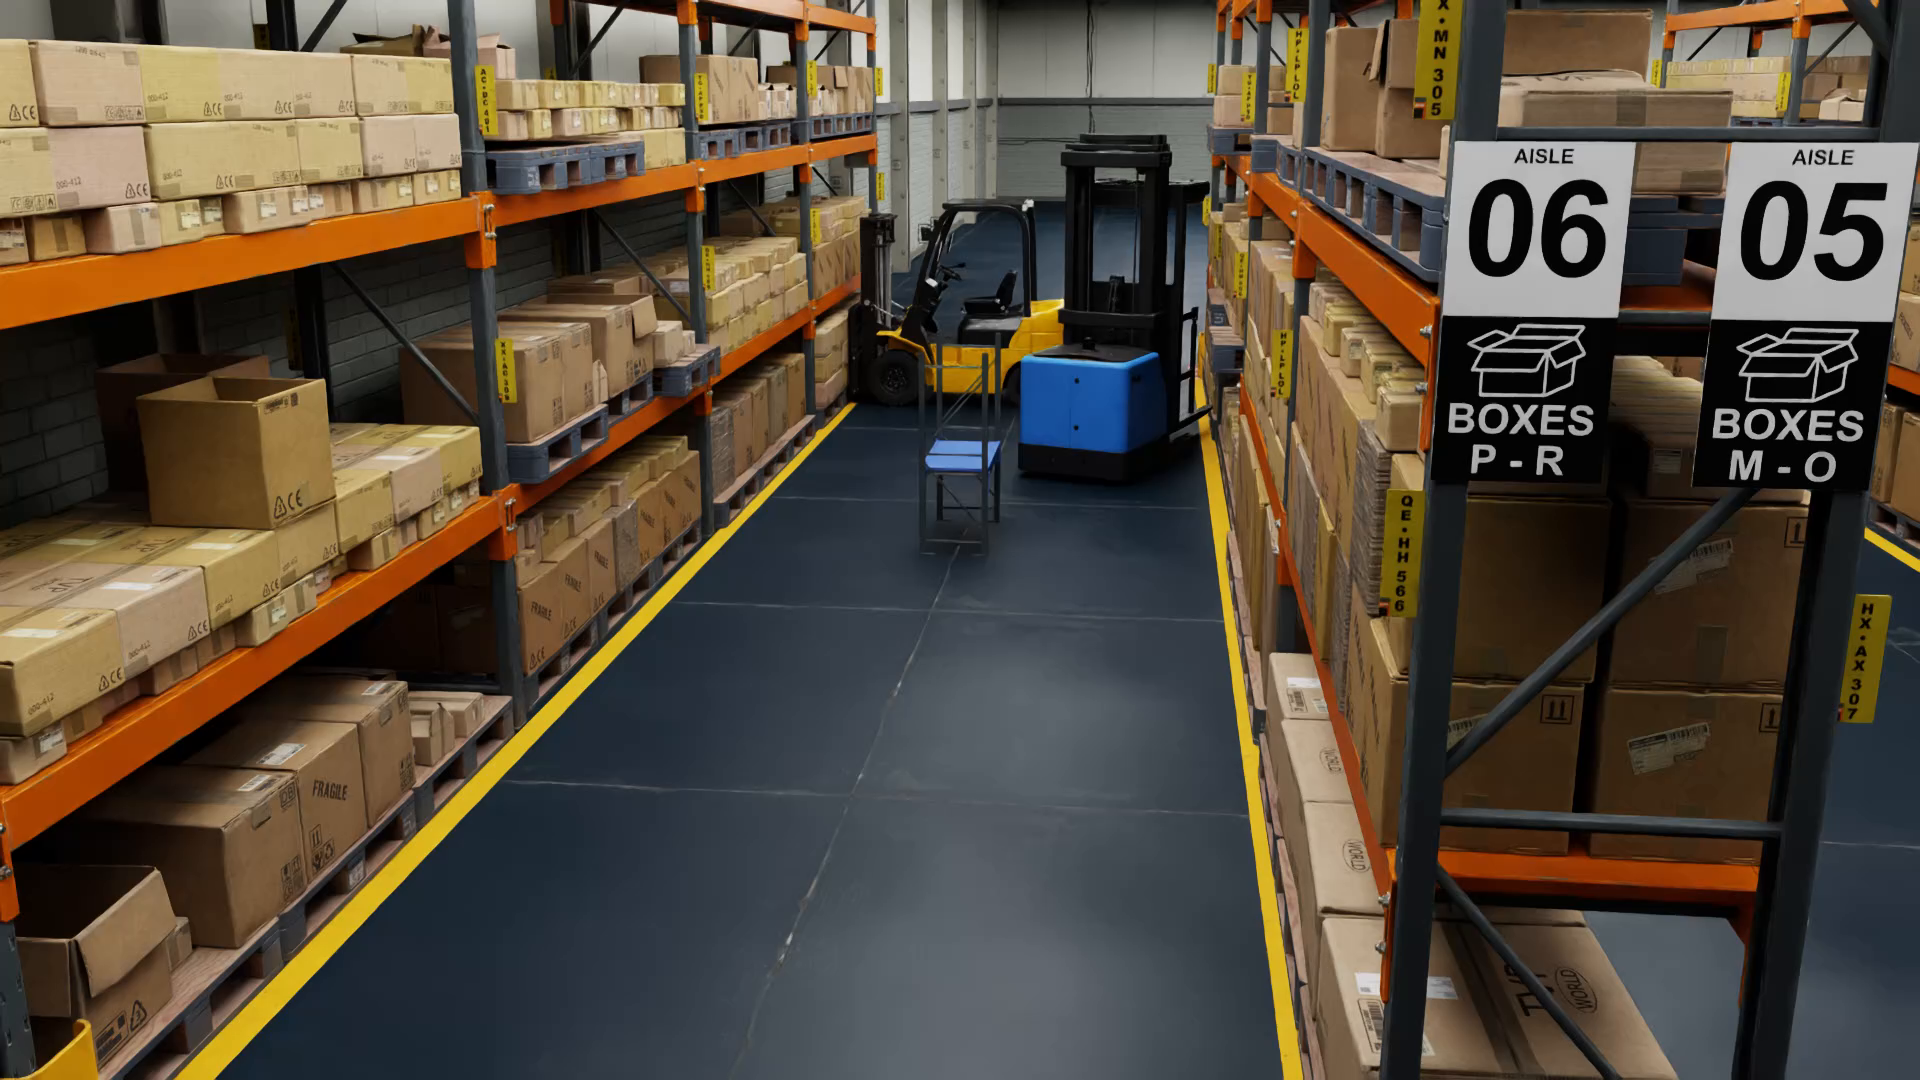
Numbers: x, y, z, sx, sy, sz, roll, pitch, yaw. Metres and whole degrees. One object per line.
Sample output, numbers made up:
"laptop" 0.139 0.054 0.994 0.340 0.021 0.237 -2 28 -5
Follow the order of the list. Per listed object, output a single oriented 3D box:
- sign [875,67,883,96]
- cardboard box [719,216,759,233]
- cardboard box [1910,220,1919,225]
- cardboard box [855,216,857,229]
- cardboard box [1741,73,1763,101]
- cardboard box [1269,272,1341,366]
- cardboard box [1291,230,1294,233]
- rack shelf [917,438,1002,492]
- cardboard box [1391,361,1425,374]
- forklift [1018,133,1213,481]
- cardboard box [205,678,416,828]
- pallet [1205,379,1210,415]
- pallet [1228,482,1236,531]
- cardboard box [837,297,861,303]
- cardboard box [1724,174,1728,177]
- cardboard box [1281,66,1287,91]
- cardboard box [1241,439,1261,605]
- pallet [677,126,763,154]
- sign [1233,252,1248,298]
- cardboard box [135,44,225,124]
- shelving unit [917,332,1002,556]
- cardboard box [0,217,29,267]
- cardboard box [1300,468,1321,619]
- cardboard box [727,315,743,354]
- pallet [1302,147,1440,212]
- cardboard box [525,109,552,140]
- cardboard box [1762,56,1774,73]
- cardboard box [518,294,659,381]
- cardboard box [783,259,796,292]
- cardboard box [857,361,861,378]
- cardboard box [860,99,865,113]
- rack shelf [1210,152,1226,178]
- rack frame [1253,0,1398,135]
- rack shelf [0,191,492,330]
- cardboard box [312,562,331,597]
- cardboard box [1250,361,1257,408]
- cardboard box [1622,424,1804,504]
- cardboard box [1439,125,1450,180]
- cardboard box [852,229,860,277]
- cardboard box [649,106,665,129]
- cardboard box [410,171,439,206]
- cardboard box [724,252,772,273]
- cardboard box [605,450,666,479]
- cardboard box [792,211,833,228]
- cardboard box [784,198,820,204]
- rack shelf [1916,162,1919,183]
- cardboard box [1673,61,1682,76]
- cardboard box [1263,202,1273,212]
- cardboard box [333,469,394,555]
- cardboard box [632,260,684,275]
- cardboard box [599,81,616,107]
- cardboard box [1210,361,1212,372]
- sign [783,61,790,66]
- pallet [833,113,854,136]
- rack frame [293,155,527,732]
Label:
"sign" -0.955 -5.385 19.539 0.100 0.325 0.005 2 15 6
"cardboard box" -2.208 -3.127 16.474 0.380 0.149 0.250 2 15 6
"cardboard box" 7.697 -2.272 13.209 0.700 0.500 0.500 2 15 6
"cardboard box" -1.365 -3.563 18.659 0.380 0.149 0.250 1 15 4
"cardboard box" 7.776 -4.302 15.799 0.500 0.250 0.500 2 15 6
"cardboard box" 2.015 -1.229 9.355 0.500 0.500 0.500 2 15 8
"cardboard box" 3.046 -2.390 14.190 0.500 0.500 0.500 2 15 8
"rack shelf" 0.010 -0.572 12.595 0.538 0.185 1.000 2 15 6
"cardboard box" 1.596 -0.481 5.345 0.380 0.149 0.250 2 15 6
"forklift" 1.624 -2.262 15.414 1.130 2.935 3.031 7 17 26
"cardboard box" -2.882 0.941 7.421 0.700 0.500 0.500 1 15 4
"pallet" 3.165 -1.531 17.920 1.003 0.211 1.213 2 15 6
"pallet" 2.627 -0.204 13.011 1.003 0.211 1.213 2 15 6
"cardboard box" -1.286 -2.664 19.316 0.500 0.250 0.500 2 15 7
"cardboard box" 8.290 -3.801 18.617 0.875 0.550 0.550 2 15 6
"cardboard box" 3.050 -4.050 14.673 0.500 0.250 0.500 2 15 8
"cardboard box" 2.272 -0.116 10.612 0.875 0.875 0.875 2 15 7
"pallet" -2.284 -3.318 13.802 1.003 0.211 1.213 2 15 9
"sign" 1.997 -1.881 11.807 0.100 0.325 0.005 2 15 6
"cardboard box" -2.879 -1.548 5.653 0.500 0.250 0.500 1 15 5
"shelving unit" 0.010 -0.746 12.548 0.538 1.500 1.048 2 15 6
"cardboard box" -3.027 -0.889 4.938 0.380 0.149 0.250 2 15 7
"cardboard box" 1.650 0.015 6.668 0.500 0.500 0.500 2 15 7
"cardboard box" -2.040 -1.658 13.335 0.500 0.250 0.500 1 15 5
"pallet" 1.983 -1.503 6.898 1.003 0.211 1.213 2 15 6
"cardboard box" -2.354 -2.165 8.659 0.380 0.149 0.250 2 15 7
"cardboard box" 7.672 -4.398 15.390 0.380 0.149 0.250 2 15 6
"cardboard box" -2.395 -1.316 10.781 0.797 0.503 0.637 1 15 5
"cardboard box" -1.796 -2.430 15.233 0.500 0.250 0.500 1 15 5
"cardboard box" -1.399 -1.918 18.472 0.500 0.250 0.500 2 15 8
"cardboard box" -1.284 -4.921 18.854 0.380 0.149 0.250 1 15 5
"rack shelf" 3.214 -4.004 17.355 1.077 0.370 4.000 2 15 6
"rack frame" 2.537 -4.243 11.115 1.000 3.000 0.127 2 15 6
"rack shelf" -3.072 -1.037 6.382 1.077 0.370 4.000 2 15 6
"cardboard box" -2.823 0.156 6.820 0.380 0.149 0.250 2 15 6
"cardboard box" 2.192 -1.022 10.981 0.500 0.250 0.500 1 15 5
"cardboard box" 1.950 -0.200 4.307 0.380 0.149 0.250 2 15 7
"cardboard box" 1.564 -1.081 4.650 0.380 0.149 0.250 1 15 2
"cardboard box" -1.412 -3.213 18.606 0.500 0.500 0.500 1 15 5
"cardboard box" -2.244 -2.895 11.398 0.380 0.149 0.250 1 15 5
"cardboard box" -2.624 -1.616 7.628 0.380 0.149 0.250 2 15 6
"cardboard box" -1.829 -2.393 14.330 0.380 0.149 0.250 1 15 5
"cardboard box" -2.273 -0.527 11.607 0.380 0.149 0.250 1 15 4
"cardboard box" -1.522 -3.309 17.151 0.380 0.149 0.250 2 15 8
"cardboard box" -1.821 -3.856 19.171 0.380 0.149 0.250 2 15 7
"rack shelf" 7.693 -2.847 13.076 1.077 0.370 4.000 2 15 6
"cardboard box" 7.987 -5.123 18.072 0.380 0.149 0.250 2 15 7
"cardboard box" 3.254 -3.167 15.950 0.700 0.500 0.500 2 15 6
"cardboard box" -2.773 -0.128 7.105 0.500 0.250 0.500 2 15 6
"cardboard box" -2.486 -2.212 13.661 0.380 0.149 0.250 2 15 6
"cardboard box" -2.261 -2.642 9.855 0.380 0.149 0.250 2 15 7
"cardboard box" 2.901 -2.048 17.515 0.500 0.500 0.500 3 15 9
"sign" -2.043 -5.493 19.658 0.100 0.325 0.005 2 15 6
"pallet" -1.733 -4.473 17.879 1.003 0.211 1.213 2 15 6
"rack frame" -2.846 -0.455 8.598 1.000 3.000 0.127 2 15 6
